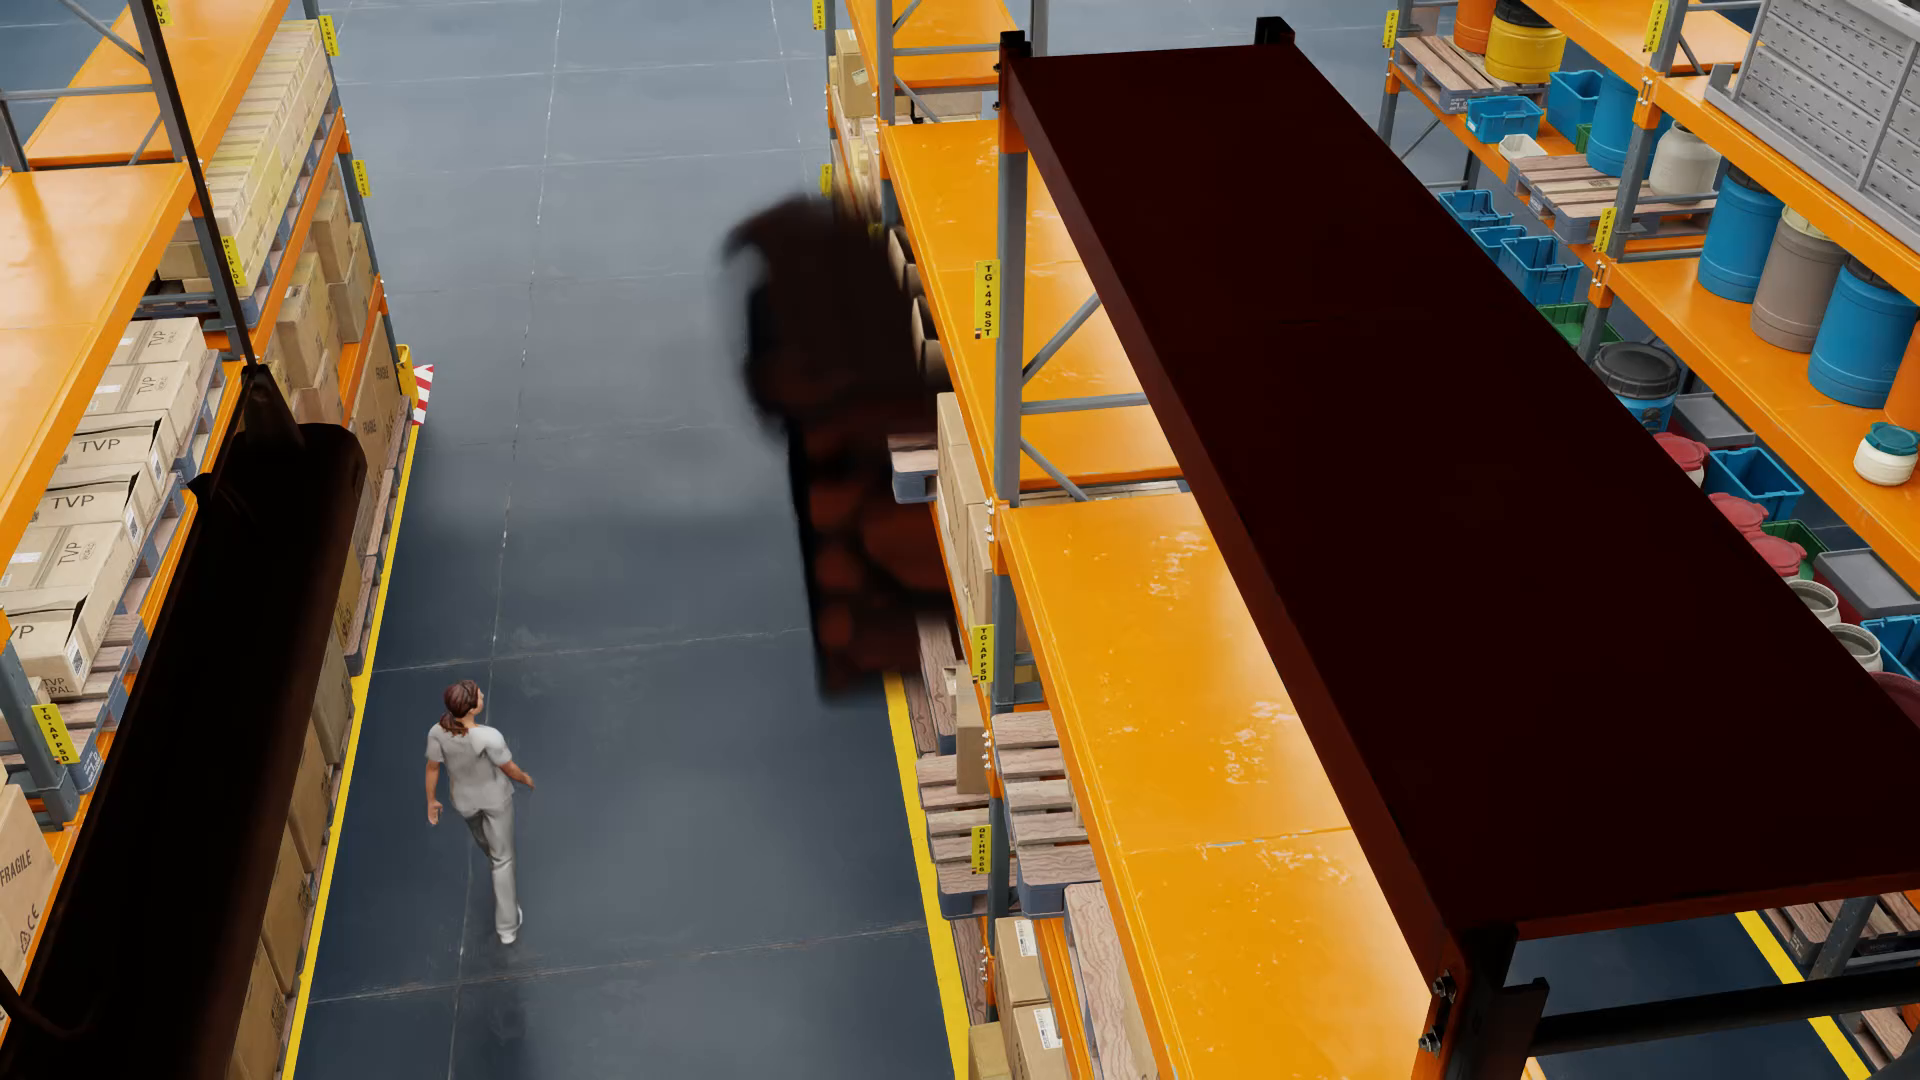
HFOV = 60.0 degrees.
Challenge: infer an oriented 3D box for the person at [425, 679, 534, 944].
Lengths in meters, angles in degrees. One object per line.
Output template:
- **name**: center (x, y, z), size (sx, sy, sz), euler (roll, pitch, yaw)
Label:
- **person**: center (-2.772, 1.449, 9.596), size (0.587, 1.622, 1.010), euler (-5, 37, -6)
